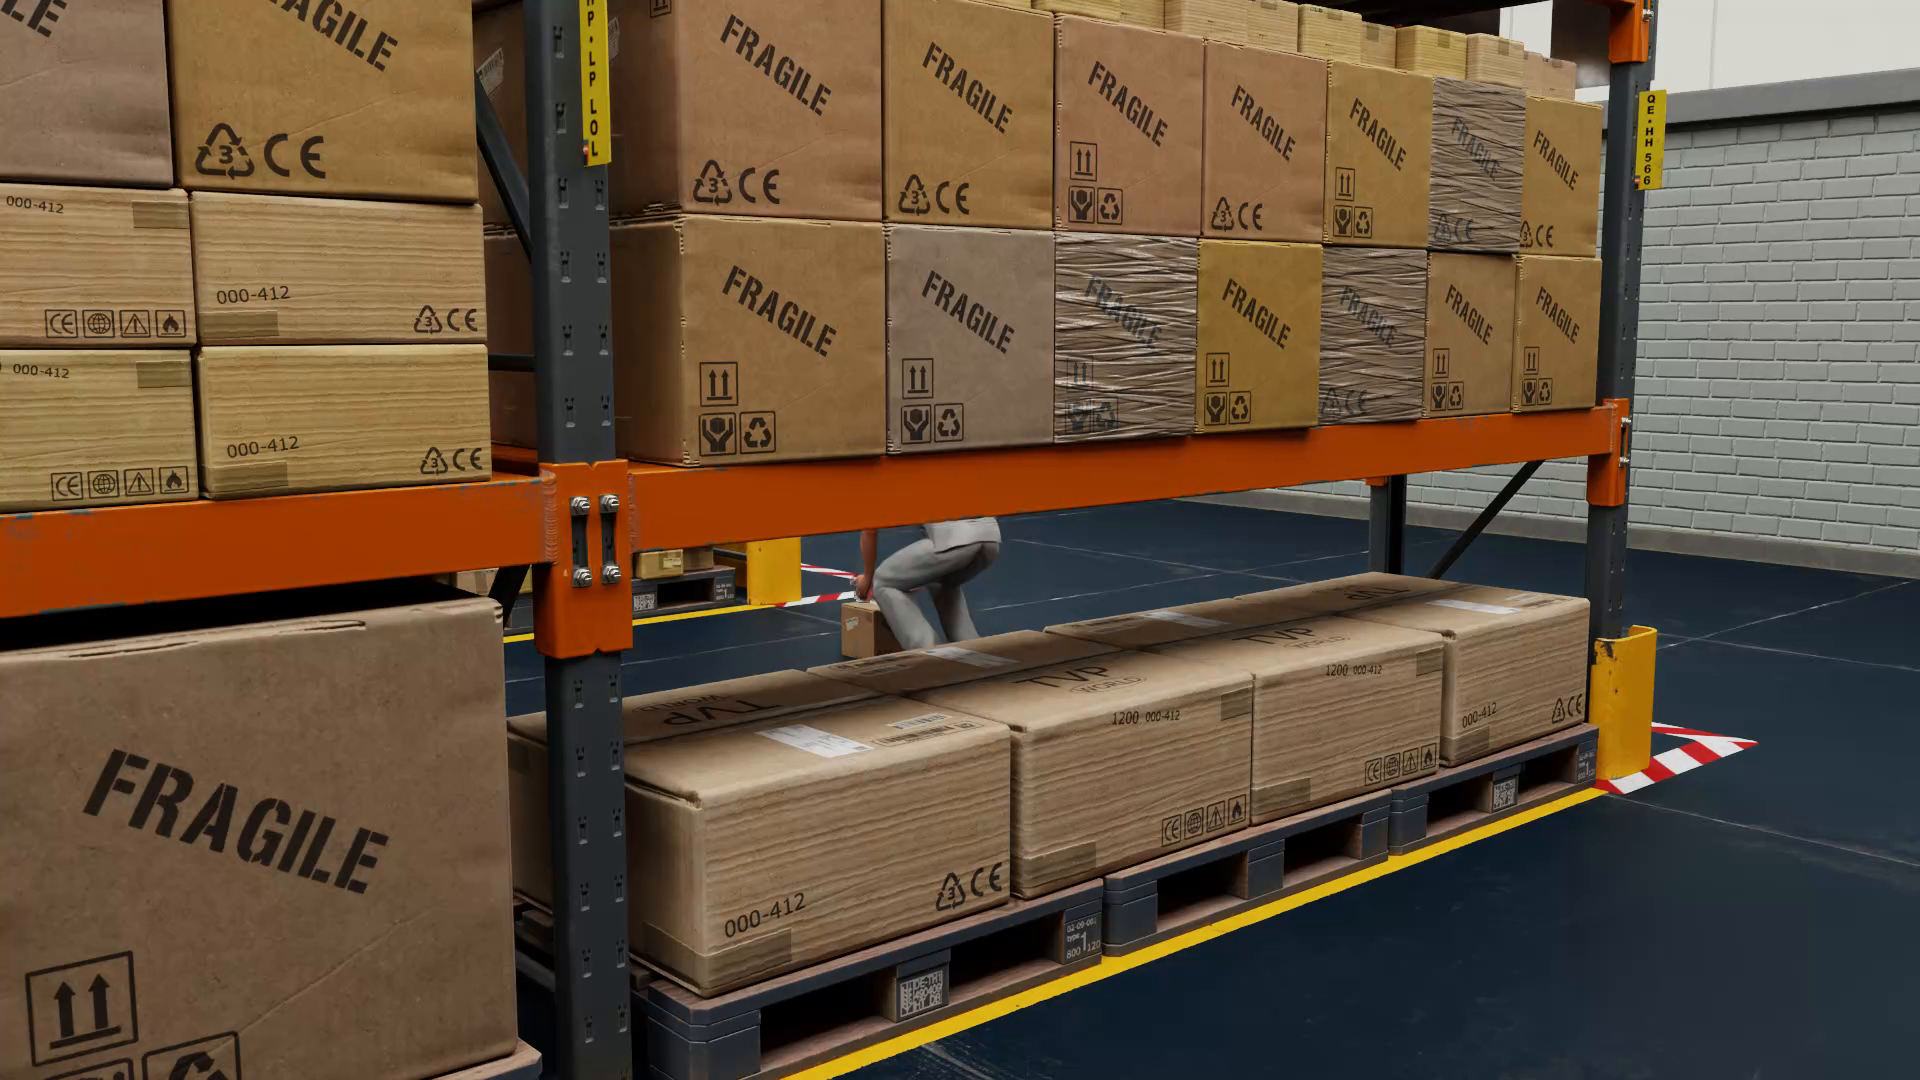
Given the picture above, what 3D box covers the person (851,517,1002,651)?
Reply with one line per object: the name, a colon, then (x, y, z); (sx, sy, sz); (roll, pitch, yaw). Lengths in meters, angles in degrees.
person: (-0.166, 0.038, 7.611); (0.494, 1.130, 0.750); (-7, 10, -41)
